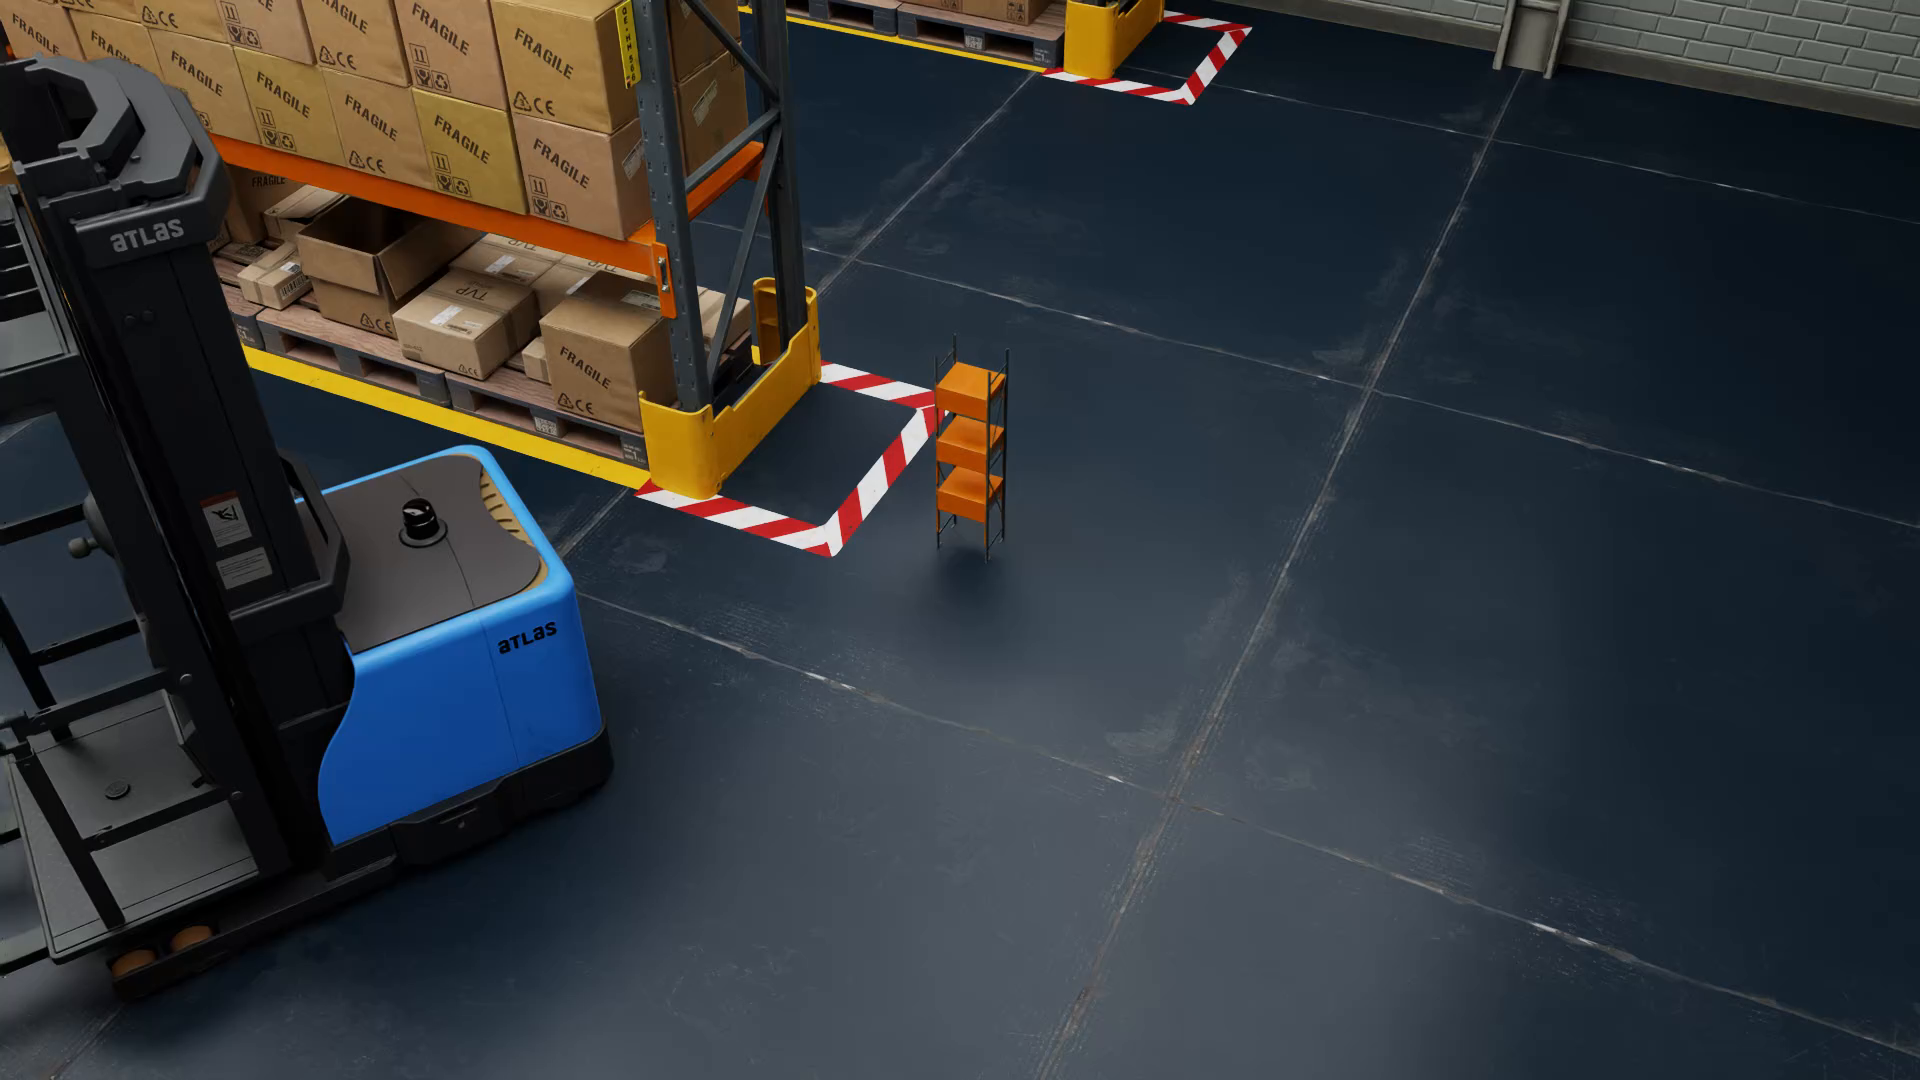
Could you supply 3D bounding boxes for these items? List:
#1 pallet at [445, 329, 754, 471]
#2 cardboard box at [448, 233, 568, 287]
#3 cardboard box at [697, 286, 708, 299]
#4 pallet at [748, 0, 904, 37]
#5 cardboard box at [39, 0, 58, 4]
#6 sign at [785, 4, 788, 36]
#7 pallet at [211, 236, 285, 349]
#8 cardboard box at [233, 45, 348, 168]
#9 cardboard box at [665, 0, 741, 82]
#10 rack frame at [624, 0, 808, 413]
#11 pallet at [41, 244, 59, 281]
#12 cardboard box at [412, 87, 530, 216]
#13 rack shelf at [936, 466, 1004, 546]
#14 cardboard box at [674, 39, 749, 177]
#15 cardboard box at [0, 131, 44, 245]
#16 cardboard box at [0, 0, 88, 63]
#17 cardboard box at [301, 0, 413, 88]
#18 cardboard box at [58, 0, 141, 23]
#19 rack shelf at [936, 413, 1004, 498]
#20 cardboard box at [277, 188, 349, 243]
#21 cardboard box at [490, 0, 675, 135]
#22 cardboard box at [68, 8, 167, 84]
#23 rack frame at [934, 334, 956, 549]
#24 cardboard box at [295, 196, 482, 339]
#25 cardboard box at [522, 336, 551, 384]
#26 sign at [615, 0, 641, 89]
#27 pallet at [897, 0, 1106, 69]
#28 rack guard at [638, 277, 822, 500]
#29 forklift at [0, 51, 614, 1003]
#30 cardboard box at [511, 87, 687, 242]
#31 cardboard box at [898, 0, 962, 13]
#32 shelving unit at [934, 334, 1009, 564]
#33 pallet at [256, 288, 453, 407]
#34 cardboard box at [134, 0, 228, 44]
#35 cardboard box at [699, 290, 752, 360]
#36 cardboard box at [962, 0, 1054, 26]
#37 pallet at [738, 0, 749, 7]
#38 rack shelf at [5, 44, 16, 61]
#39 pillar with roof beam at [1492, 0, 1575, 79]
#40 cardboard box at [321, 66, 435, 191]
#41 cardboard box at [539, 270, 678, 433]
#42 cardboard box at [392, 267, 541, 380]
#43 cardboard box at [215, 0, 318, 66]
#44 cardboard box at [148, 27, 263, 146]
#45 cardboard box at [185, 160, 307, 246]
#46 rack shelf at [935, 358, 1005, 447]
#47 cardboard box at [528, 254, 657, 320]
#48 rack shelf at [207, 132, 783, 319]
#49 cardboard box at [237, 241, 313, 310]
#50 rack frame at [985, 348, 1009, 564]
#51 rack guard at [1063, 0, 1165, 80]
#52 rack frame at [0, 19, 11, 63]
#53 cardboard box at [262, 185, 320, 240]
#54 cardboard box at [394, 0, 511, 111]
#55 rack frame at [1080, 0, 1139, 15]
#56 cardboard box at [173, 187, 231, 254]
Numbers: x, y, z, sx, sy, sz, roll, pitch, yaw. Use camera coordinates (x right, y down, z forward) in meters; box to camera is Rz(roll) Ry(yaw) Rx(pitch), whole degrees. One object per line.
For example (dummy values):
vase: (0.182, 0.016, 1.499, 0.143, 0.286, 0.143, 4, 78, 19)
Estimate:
pallet: (-1.819, -0.869, 8.475, 1.213, 0.211, 1.003, 17, 44, 19)
cardboard box: (-2.307, -1.404, 8.727, 0.500, 0.250, 0.500, 17, 44, 19)
cardboard box: (-1.488, -1.166, 8.516, 0.250, 0.166, 0.380, 17, 44, 19)
pallet: (-0.796, -4.082, 12.183, 1.213, 0.211, 1.003, 17, 44, 19)
cardboard box: (-4.345, -2.907, 7.858, 0.500, 0.500, 0.500, 18, 44, 20)
sign: (-0.798, -2.330, 7.371, 0.005, 0.325, 0.100, 17, 44, 19)
pallet: (-4.031, -1.544, 9.255, 1.213, 0.211, 1.003, 17, 44, 19)
cardboard box: (-2.927, -2.104, 7.695, 0.500, 0.500, 0.500, 16, 44, 18)
cardboard box: (-1.318, -2.376, 7.245, 0.500, 0.500, 0.500, 18, 44, 20)
rack frame: (-1.028, -1.681, 7.283, 0.127, 3.000, 1.000, 17, 44, 19)
pallet: (-5.406, -1.938, 9.709, 1.213, 0.211, 1.003, 17, 44, 19)
cardboard box: (-2.020, -1.823, 7.371, 0.500, 0.500, 0.500, 17, 44, 19)
rack shelf: (0.048, -0.164, 7.462, 0.240, 0.259, 0.215, 17, 44, 19)
cardboard box: (-1.318, -1.998, 7.573, 0.500, 0.500, 0.500, 18, 44, 20)
cardboard box: (-5.221, -1.977, 9.197, 0.500, 0.500, 0.500, 17, 44, 18)
cardboard box: (-4.306, -2.524, 8.179, 0.500, 0.500, 0.500, 18, 44, 20)
cardboard box: (-2.477, -2.337, 7.200, 0.500, 0.500, 0.500, 18, 44, 20)
cardboard box: (-3.877, -2.764, 7.693, 0.500, 0.500, 0.500, 16, 43, 17)
rack shelf: (0.048, -0.374, 7.280, 0.240, 0.259, 0.215, 17, 44, 19)
cardboard box: (-3.337, -1.742, 9.070, 0.500, 0.311, 0.500, 17, 44, 19)
cardboard box: (-1.547, -2.057, 6.877, 0.500, 0.500, 0.500, 17, 44, 18)
cardboard box: (-3.841, -2.384, 8.018, 0.500, 0.500, 0.500, 18, 44, 19)
rack frame: (-0.062, -0.416, 7.312, 0.008, 1.050, 0.200, 17, 44, 19)
cardboard box: (-2.948, -1.495, 8.638, 0.637, 0.503, 0.797, 17, 44, 19)
cardboard box: (-1.954, -0.947, 8.263, 0.250, 0.166, 0.380, 17, 44, 19)
sign: (-1.280, -1.914, 6.427, 0.005, 0.325, 0.100, 17, 44, 19)
pallet: (0.306, -3.744, 11.792, 1.213, 0.211, 1.003, 17, 44, 19)
rack guard: (-1.097, -0.758, 8.126, 0.348, 0.500, 1.175, 17, 44, 19)
forklift: (-2.877, 0.085, 5.298, 3.031, 2.935, 1.130, -22, 46, -23)
cardboard box: (-1.549, -1.681, 7.207, 0.500, 0.500, 0.500, 18, 44, 20)
cardboard box: (-0.067, -4.110, 11.673, 0.500, 0.500, 0.700, 17, 44, 19)
shelving unit: (0.048, -0.382, 7.273, 0.252, 1.050, 0.215, 17, 44, 19)
pallet: (-2.921, -1.207, 8.866, 1.213, 0.211, 1.003, 17, 44, 19)
cardboard box: (-3.411, -2.622, 7.529, 0.500, 0.500, 0.500, 16, 43, 17)
cardboard box: (-1.262, -1.090, 8.442, 0.250, 0.149, 0.380, 17, 44, 19)
cardboard box: (0.387, -3.971, 11.513, 0.500, 0.500, 0.700, 17, 44, 19)
pallet: (-1.906, -4.419, 12.572, 1.213, 0.211, 1.003, 17, 44, 19)
rack shelf: (-6.465, -3.071, 9.436, 4.000, 0.370, 1.077, 17, 44, 19)
pillar with roof beam: (2.056, -4.100, 5.494, 0.400, 9.000, 9.100, 17, 44, 19)
cardboard box: (-2.470, -1.964, 7.534, 0.500, 0.500, 0.500, 17, 44, 19)
cardboard box: (-1.625, -0.907, 7.963, 0.500, 0.500, 0.500, 17, 44, 19)
cardboard box: (-2.473, -1.094, 8.369, 0.500, 0.250, 0.500, 17, 44, 19)
cardboard box: (-2.943, -2.479, 7.364, 0.500, 0.500, 0.500, 18, 44, 20)
cardboard box: (-3.388, -2.244, 7.856, 0.500, 0.500, 0.500, 17, 44, 18)
cardboard box: (-4.016, -2.021, 9.248, 0.500, 0.500, 0.500, 17, 44, 19)
rack shelf: (0.048, -0.588, 7.094, 0.240, 0.259, 0.215, 17, 44, 19)
cardboard box: (-1.854, -1.266, 8.568, 0.500, 0.250, 0.500, 17, 44, 19)
rack shelf: (-2.840, -1.963, 8.158, 4.000, 0.370, 1.077, 17, 44, 19)
cardboard box: (-3.576, -1.406, 8.793, 0.250, 0.166, 0.380, 17, 44, 19)
rack frame: (0.159, -0.348, 7.234, 0.008, 1.050, 0.200, 17, 44, 19)
rack guard: (1.085, -3.671, 11.488, 0.348, 0.500, 1.175, 17, 44, 19)
rack frame: (-4.653, -2.789, 8.561, 0.127, 3.000, 1.000, 17, 44, 19)
cardboard box: (-3.651, -1.820, 9.284, 0.250, 0.149, 0.380, 17, 44, 19)
cardboard box: (-2.005, -2.196, 7.038, 0.500, 0.500, 0.500, 18, 44, 20)
rack frame: (1.063, -4.622, 10.677, 0.127, 3.000, 1.000, 17, 44, 19)
cardboard box: (-4.364, -1.694, 9.016, 0.500, 0.311, 0.500, 17, 44, 19)
